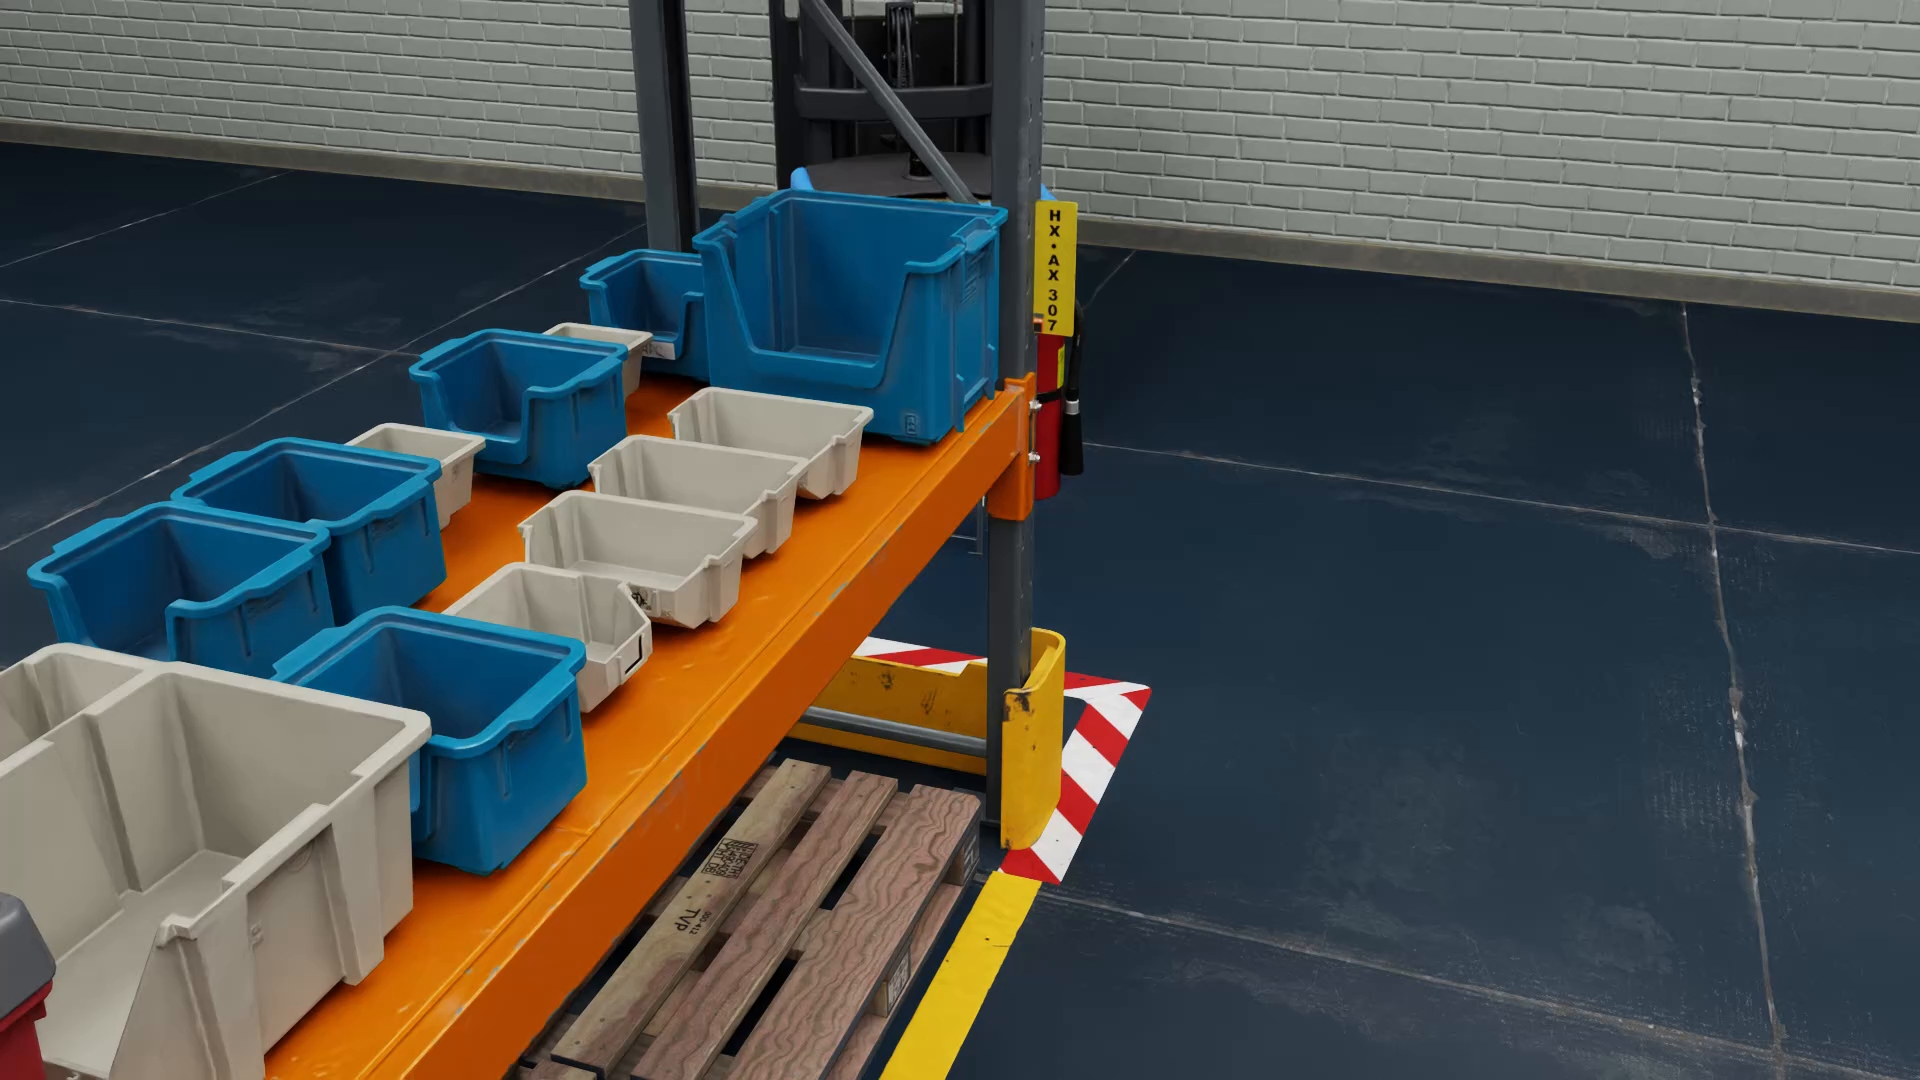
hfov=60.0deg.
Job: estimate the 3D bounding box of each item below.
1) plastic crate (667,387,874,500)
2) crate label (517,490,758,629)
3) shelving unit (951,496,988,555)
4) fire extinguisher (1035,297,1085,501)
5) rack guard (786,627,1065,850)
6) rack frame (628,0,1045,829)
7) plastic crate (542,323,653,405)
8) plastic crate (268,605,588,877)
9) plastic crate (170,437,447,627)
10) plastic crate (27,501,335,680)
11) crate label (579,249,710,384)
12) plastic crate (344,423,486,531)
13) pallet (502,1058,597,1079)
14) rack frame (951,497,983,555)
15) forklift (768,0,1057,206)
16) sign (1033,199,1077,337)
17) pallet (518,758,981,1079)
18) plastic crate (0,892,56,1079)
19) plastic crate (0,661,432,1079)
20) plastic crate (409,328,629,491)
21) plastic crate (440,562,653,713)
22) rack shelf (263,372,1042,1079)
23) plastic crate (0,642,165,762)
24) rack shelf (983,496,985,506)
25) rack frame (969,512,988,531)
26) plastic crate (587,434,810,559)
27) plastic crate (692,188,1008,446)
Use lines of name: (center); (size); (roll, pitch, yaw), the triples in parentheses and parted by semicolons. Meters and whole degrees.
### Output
plastic crate: (-0.399, -0.191, 3.436); (0.396, 0.136, 0.243); (9, 27, 17)
crate label: (-0.579, 0.044, 2.951); (0.396, 0.136, 0.243); (9, 27, 17)
shelving unit: (0.003, -0.408, 6.061); (0.258, 0.900, 0.210); (9, 27, 17)
fire extinguisher: (0.180, -0.438, 4.228); (0.296, 0.674, 0.183); (9, 27, 17)
rack guard: (-0.303, 0.469, 4.707); (1.175, 0.500, 0.348); (9, 27, 17)
rack frame: (-0.299, -0.644, 4.138); (1.000, 3.000, 0.127); (9, 27, 17)
plastic crate: (-0.876, -0.379, 3.824); (0.250, 0.136, 0.298); (9, 27, 17)
plastic crate: (-0.740, 0.285, 2.342); (0.416, 0.233, 0.300); (9, 27, 17)
plastic crate: (-1.130, -0.001, 2.933); (0.416, 0.233, 0.300); (9, 27, 17)
plastic crate: (-1.229, 0.122, 2.678); (0.416, 0.233, 0.300); (9, 27, 17)
crate label: (-0.691, -0.542, 4.051); (0.416, 0.233, 0.303); (9, 27, 17)
plastic crate: (-1.102, -0.100, 3.248); (0.250, 0.136, 0.298); (9, 27, 17)
pallet: (-1.017, 1.444, 3.025); (1.003, 0.211, 1.213); (9, 27, 17)
rack frame: (-0.031, -0.367, 5.974); (0.240, 0.900, 0.006); (9, 27, 17)
forklift: (-0.335, -2.279, 7.595); (1.130, 2.935, 3.031); (-4, 26, -9)
sign: (0.225, -0.644, 3.952); (0.100, 0.325, 0.005); (9, 27, 17)
pallet: (-0.610, 0.944, 4.057); (1.003, 0.211, 1.213); (9, 27, 17)
plastic crate: (-1.096, 0.613, 1.399); (0.402, 0.464, 0.583); (9, 27, 17)
plastic crate: (-0.948, 0.425, 1.997); (0.437, 0.282, 0.530); (9, 27, 17)
plastic crate: (-0.910, -0.271, 3.492); (0.416, 0.233, 0.300); (9, 27, 17)
plastic crate: (-0.660, 0.168, 2.694); (0.298, 0.136, 0.250); (9, 27, 17)
rack shelf: (-0.964, 0.502, 2.597); (1.077, 0.370, 4.000); (9, 27, 17)
plastic crate: (-1.334, 0.332, 2.356); (0.293, 0.136, 0.466); (9, 27, 17)
rack shelf: (0.003, -0.216, 6.154); (0.258, 0.077, 0.200); (9, 27, 17)
rack frame: (0.037, -0.450, 6.147); (0.240, 0.900, 0.006); (9, 27, 17)
plastic crate: (-0.509, -0.074, 3.195); (0.396, 0.136, 0.243); (9, 27, 17)
plastic crate: (-0.234, -0.522, 3.777); (0.616, 0.435, 0.499); (9, 27, 17)
